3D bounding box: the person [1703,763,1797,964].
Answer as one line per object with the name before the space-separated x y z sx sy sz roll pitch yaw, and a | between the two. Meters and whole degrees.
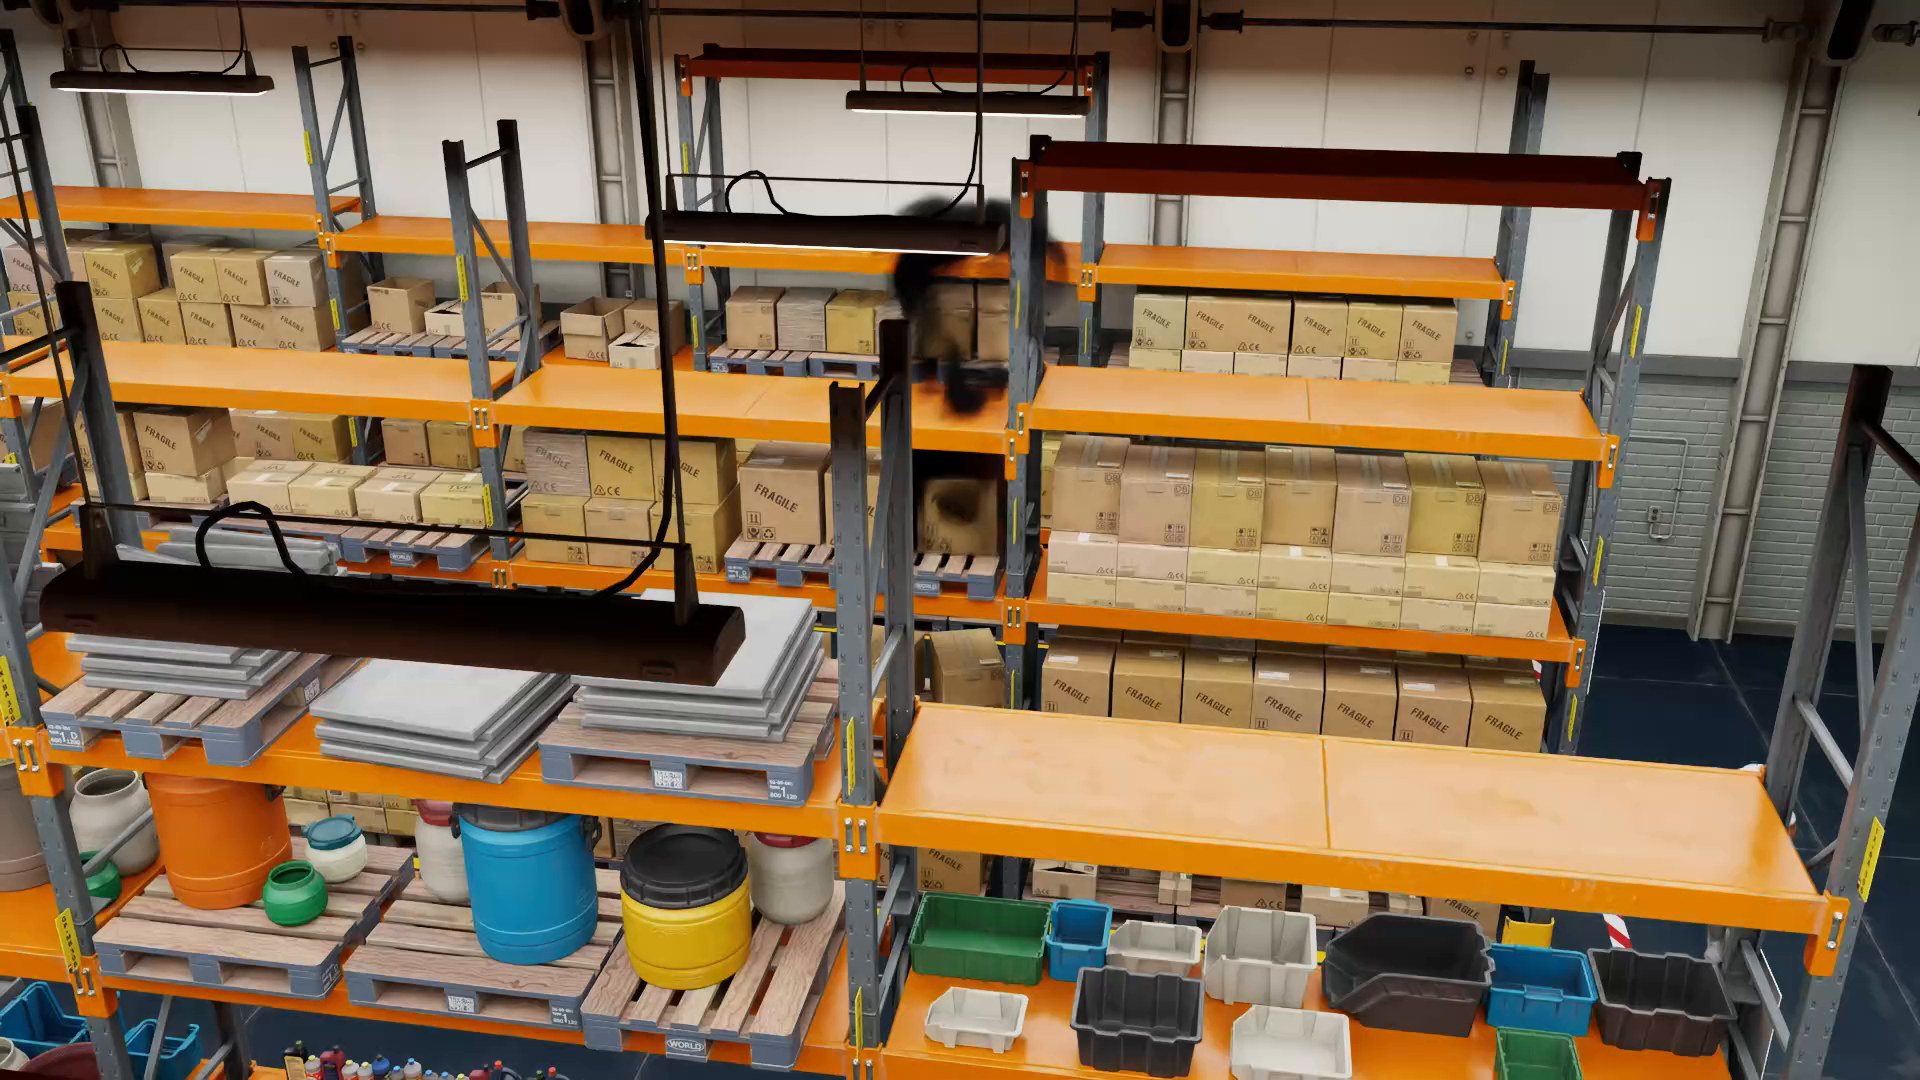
person | 5.780 2.452 12.364 0.721 1.727 0.592 9 25 19
